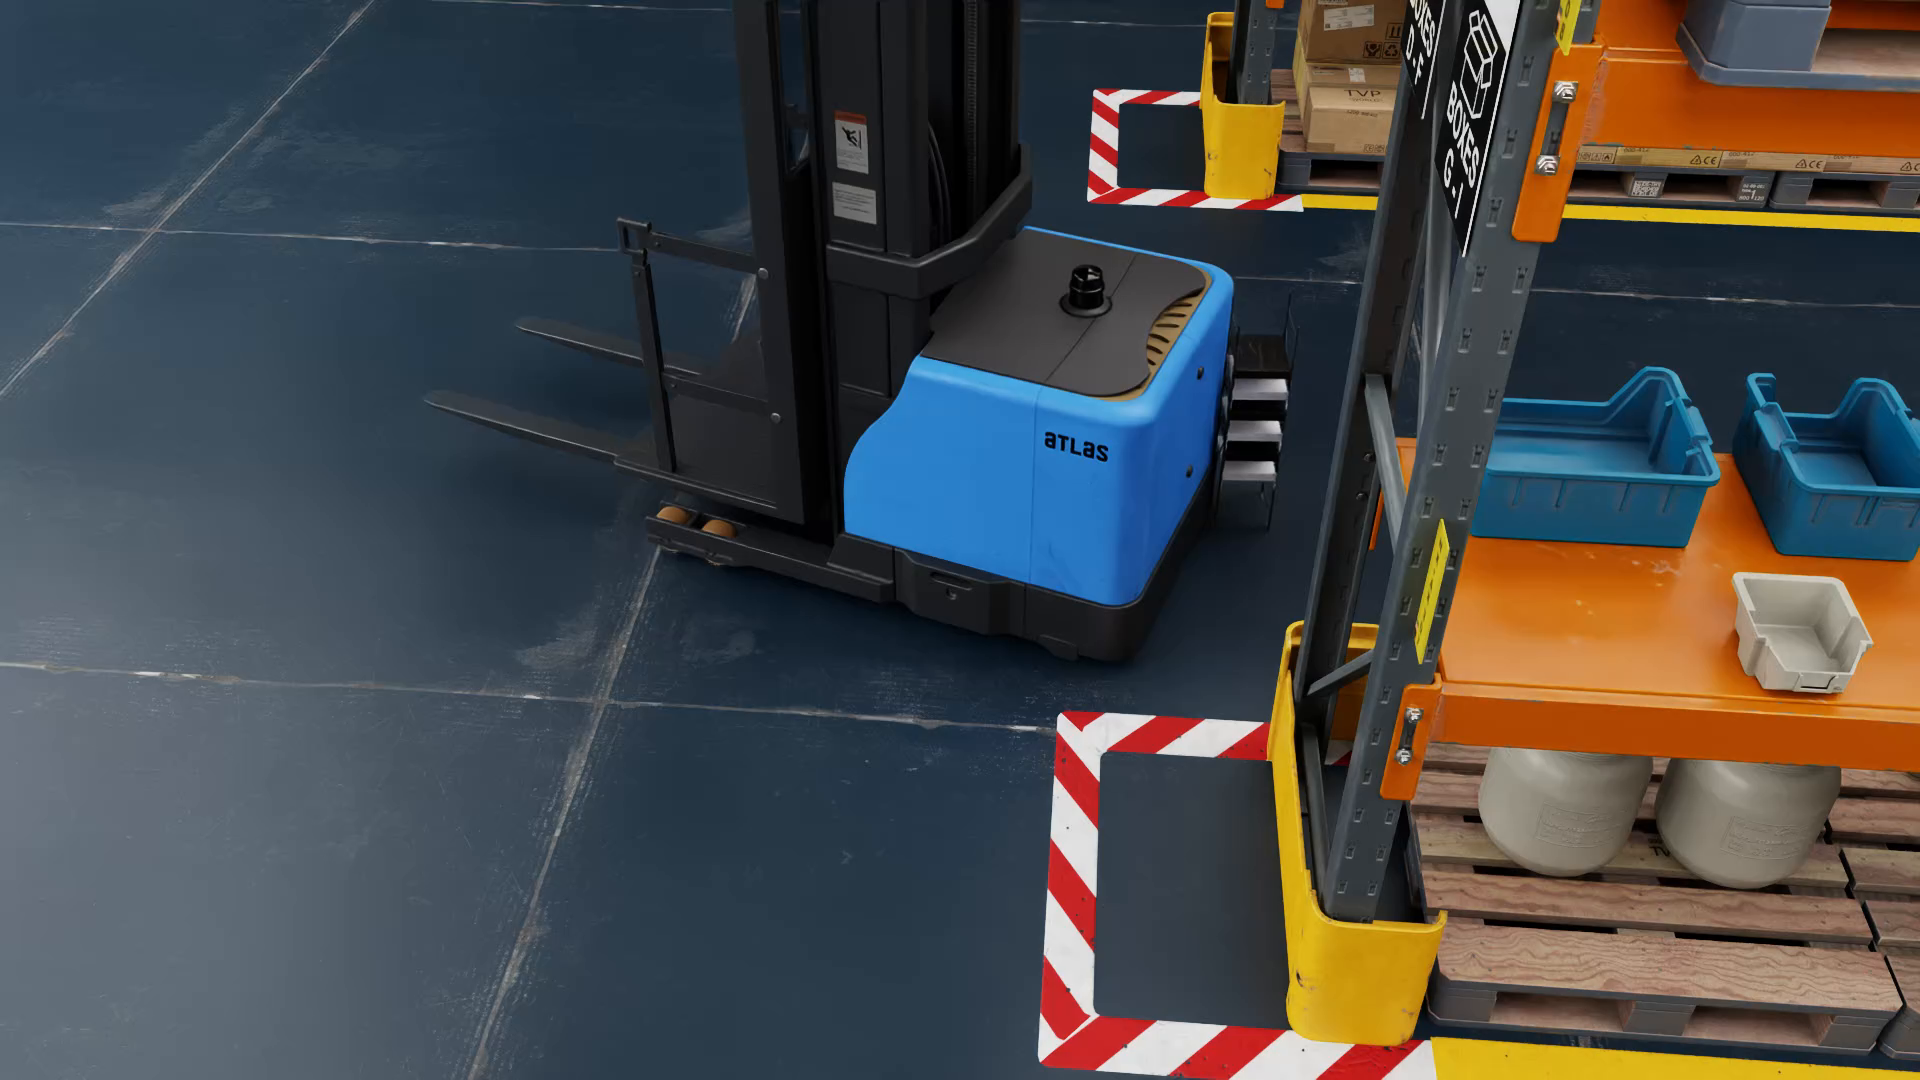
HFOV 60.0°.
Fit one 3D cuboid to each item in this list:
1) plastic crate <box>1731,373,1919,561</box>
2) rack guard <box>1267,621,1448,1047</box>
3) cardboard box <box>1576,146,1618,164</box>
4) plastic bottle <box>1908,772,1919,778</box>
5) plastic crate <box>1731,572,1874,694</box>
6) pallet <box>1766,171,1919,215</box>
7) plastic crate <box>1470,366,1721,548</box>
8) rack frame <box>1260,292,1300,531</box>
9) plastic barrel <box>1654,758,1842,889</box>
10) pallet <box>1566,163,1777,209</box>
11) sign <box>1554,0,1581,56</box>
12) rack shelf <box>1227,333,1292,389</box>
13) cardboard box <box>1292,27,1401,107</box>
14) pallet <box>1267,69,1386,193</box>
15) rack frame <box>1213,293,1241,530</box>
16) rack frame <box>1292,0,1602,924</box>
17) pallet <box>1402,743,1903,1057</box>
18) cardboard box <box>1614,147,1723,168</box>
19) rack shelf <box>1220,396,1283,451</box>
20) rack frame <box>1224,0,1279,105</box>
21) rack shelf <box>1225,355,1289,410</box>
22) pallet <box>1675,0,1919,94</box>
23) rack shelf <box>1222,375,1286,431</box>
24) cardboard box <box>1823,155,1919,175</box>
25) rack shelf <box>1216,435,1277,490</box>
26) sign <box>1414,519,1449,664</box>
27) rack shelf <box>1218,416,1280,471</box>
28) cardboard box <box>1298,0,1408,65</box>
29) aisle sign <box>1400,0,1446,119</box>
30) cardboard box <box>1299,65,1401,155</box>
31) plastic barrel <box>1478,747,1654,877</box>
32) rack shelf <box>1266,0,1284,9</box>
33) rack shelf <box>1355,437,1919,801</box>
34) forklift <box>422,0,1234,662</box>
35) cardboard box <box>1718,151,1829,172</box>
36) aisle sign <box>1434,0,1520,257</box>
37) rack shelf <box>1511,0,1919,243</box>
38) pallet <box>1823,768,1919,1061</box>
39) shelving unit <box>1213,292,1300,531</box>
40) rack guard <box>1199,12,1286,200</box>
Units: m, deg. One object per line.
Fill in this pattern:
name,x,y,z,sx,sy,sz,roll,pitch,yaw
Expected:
plastic crate,2.219,-0.191,4.226,0.408,0.251,0.499,3,39,4
rack guard,1.127,0.818,4.850,0.348,0.500,1.175,3,39,4
cardboard box,2.990,-2.116,8.320,0.500,0.250,0.500,3,39,4
plastic bottle,2.915,0.612,4.990,0.097,0.201,0.097,0,39,0
plastic crate,1.911,0.227,3.804,0.250,0.136,0.298,3,39,4
pallet,4.675,-2.012,8.554,1.213,0.211,1.003,3,39,4
plastic crate,1.572,-0.230,4.274,0.616,0.251,0.499,3,39,4
rack frame,1.170,-0.458,6.100,0.006,0.900,0.240,1,39,1
plastic barrel,2.209,0.691,4.664,0.421,0.512,0.421,0,39,0
pallet,3.456,-2.077,8.634,1.213,0.211,1.003,3,39,4
sign,0.996,-0.948,2.655,0.005,0.325,0.100,3,39,4
rack shelf,1.069,-0.643,5.952,0.200,0.077,0.258,1,39,1
cardboard box,2.039,-2.495,8.784,0.500,0.250,0.500,3,39,4
pallet,2.244,-2.145,8.718,1.213,0.211,1.003,3,39,4
rack frame,0.967,-0.461,6.104,0.006,0.900,0.240,1,39,1
rack frame,1.048,-0.126,4.029,0.127,3.000,1.000,3,39,4
pallet,1.936,0.977,4.882,1.213,0.211,1.003,3,39,4
cardboard box,3.488,-2.086,8.282,0.500,0.250,0.500,3,39,4
rack shelf,1.069,-0.434,6.123,0.200,0.077,0.258,1,39,1
rack frame,1.479,-3.242,7.856,0.127,3.000,1.000,3,39,4
rack shelf,1.069,-0.573,6.009,0.200,0.077,0.258,1,39,1
pallet,1.863,-1.110,3.011,1.213,0.211,1.003,3,39,4
rack shelf,1.069,-0.504,6.066,0.200,0.077,0.258,1,39,1
cardboard box,4.486,-2.041,8.227,0.500,0.250,0.500,3,39,4
rack shelf,1.069,-0.294,6.236,0.200,0.077,0.258,1,39,1
sign,0.996,0.112,3.517,0.005,0.325,0.100,3,39,4
rack shelf,1.069,-0.364,6.180,0.200,0.077,0.258,1,39,1
cardboard box,2.039,-2.787,8.549,0.500,0.500,0.500,3,39,4
aisle sign,1.002,-1.325,3.443,0.004,0.787,0.394,3,39,4
cardboard box,1.994,-2.169,8.384,0.500,0.250,0.500,3,39,4
plastic barrel,1.710,0.663,4.697,0.421,0.512,0.421,0,39,0
rack shelf,3.471,-2.854,7.950,4.000,0.370,1.077,3,39,4
rack shelf,3.040,0.261,4.123,4.000,0.370,1.077,3,39,4
forklift,-0.611,-1.333,5.566,3.031,2.935,1.130,15,42,18
cardboard box,3.986,-2.059,8.249,0.500,0.250,0.500,3,39,4
aisle sign,0.951,-0.954,2.987,0.004,0.787,0.394,3,39,4
rack shelf,3.040,-0.902,3.176,4.000,0.370,1.077,3,39,4
pallet,3.148,1.045,4.799,1.213,0.211,1.003,3,39,4
shelving unit,1.069,-0.460,6.102,0.210,0.900,0.258,1,39,1
rack guard,1.455,-2.273,8.647,0.348,0.500,1.175,3,39,4
